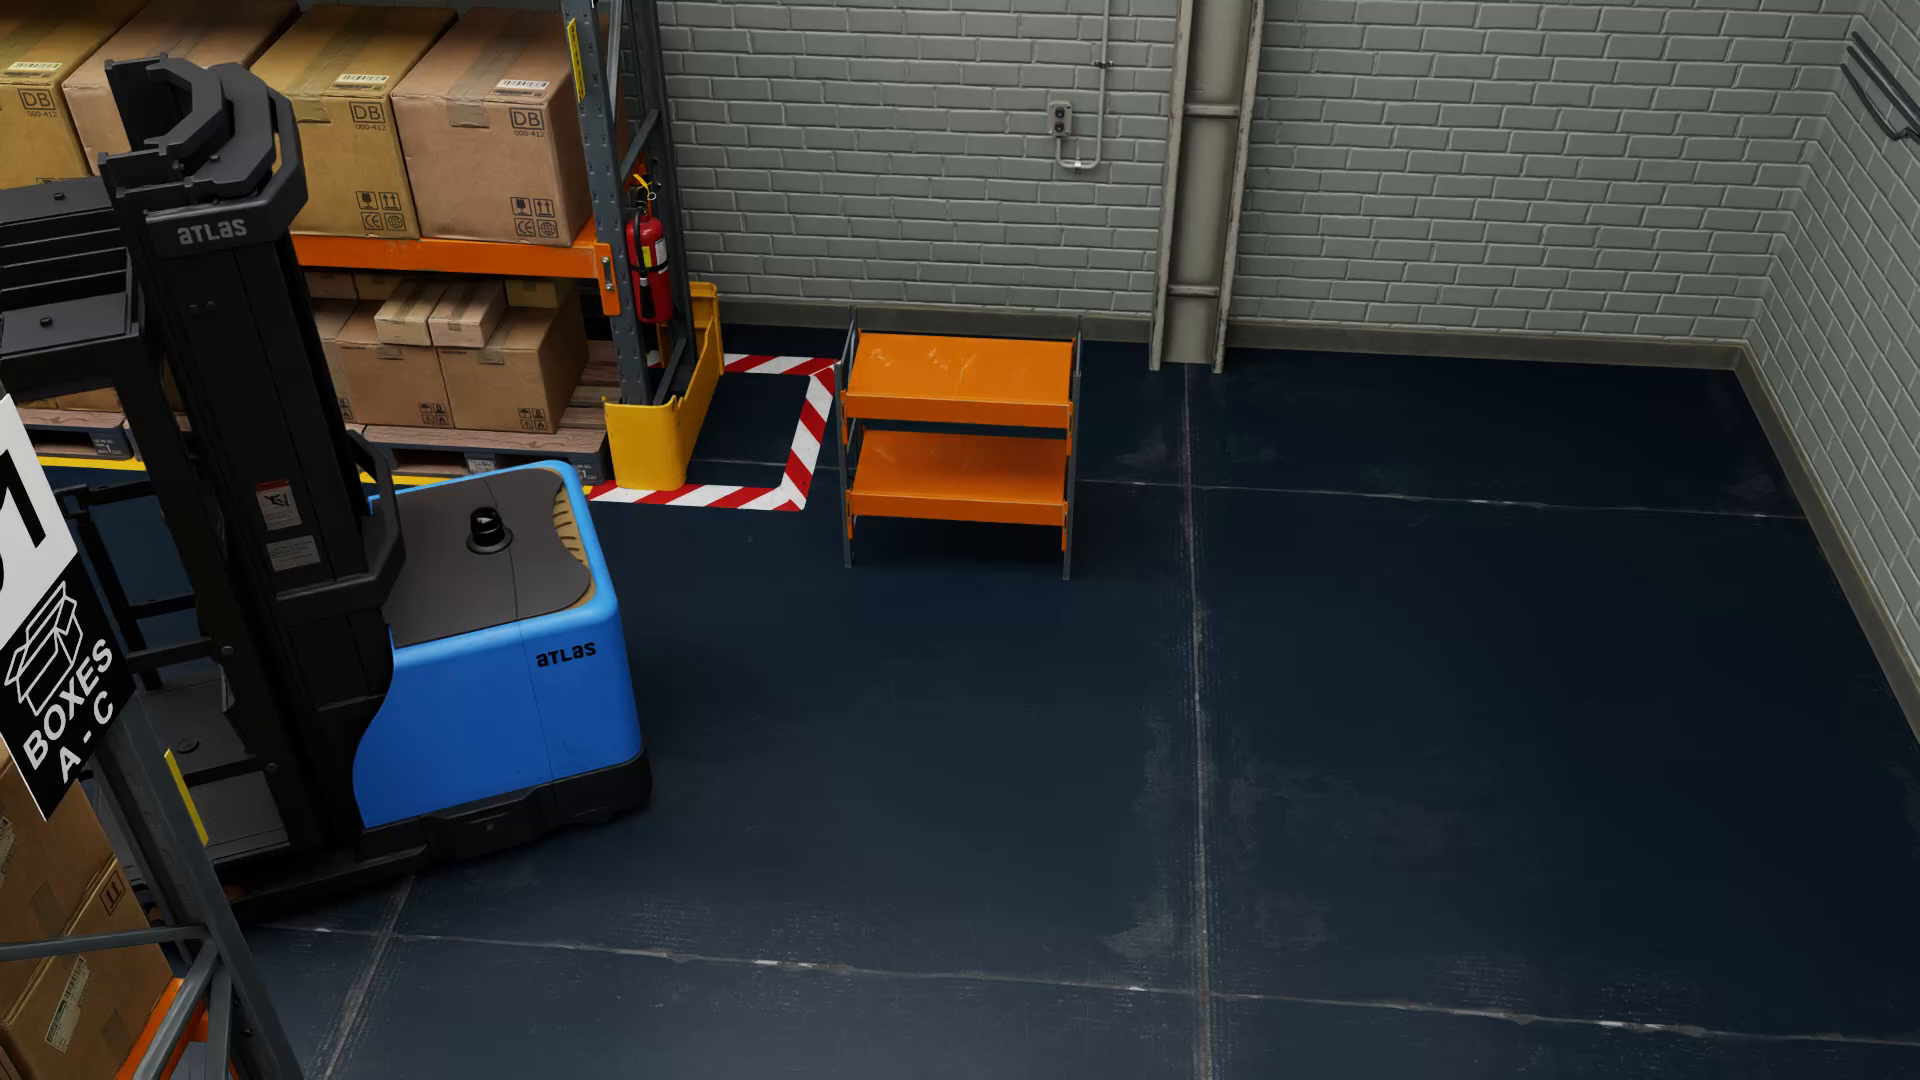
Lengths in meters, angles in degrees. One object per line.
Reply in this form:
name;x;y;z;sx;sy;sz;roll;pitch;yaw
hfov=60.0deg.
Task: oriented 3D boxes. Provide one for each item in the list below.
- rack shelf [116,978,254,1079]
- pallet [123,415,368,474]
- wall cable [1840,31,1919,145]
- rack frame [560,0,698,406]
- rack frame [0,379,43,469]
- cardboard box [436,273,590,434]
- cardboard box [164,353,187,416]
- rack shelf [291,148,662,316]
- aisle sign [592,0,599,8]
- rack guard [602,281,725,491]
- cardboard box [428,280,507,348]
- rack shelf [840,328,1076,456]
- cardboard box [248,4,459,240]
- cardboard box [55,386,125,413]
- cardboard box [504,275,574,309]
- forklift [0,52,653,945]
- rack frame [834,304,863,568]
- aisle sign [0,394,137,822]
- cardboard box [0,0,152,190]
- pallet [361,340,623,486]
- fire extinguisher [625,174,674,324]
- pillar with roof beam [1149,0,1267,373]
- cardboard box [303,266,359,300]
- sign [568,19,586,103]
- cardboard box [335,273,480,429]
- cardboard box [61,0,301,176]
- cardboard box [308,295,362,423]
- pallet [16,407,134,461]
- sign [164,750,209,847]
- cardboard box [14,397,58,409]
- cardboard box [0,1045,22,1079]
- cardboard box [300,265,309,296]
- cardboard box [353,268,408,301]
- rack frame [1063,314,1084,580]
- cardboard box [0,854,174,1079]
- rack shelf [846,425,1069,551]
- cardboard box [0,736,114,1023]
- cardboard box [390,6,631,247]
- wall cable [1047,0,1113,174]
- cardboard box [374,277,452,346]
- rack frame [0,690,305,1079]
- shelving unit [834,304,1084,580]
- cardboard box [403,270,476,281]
rack shelf;-3.938;1.506;4.264;4.000;0.370;1.077;3;39;4
pallet;-3.537;-0.760;8.687;1.213;0.211;1.003;3;39;4
wall cable;4.082;-2.369;6.162;0.112;2.526;3.097;3;39;4
rack frame;-1.522;-1.779;7.730;0.127;3.000;1.000;3;39;4
rack frame;-1.946;-0.990;2.009;0.127;3.000;1.000;3;39;4
cardboard box;-2.228;-0.948;8.357;0.500;0.500;0.700;3;39;4
cardboard box;-3.760;-1.027;8.453;0.500;0.500;0.700;4;39;5
rack shelf;-3.515;-1.609;8.091;4.000;0.370;1.077;3;39;4
aisle sign;-1.476;-2.595;6.673;0.004;0.787;0.394;3;39;4
rack guard;-1.498;-0.809;8.518;0.348;0.500;1.175;3;39;4
cardboard box;-2.372;-1.092;8.020;0.250;0.149;0.380;3;39;3
rack shelf;0.007;-0.663;7.380;1.000;0.278;0.538;3;39;4
cardboard box;-2.757;-1.950;7.702;0.700;0.700;0.980;3;39;3
cardboard box;-4.271;-1.056;8.489;0.500;0.500;0.700;3;39;3
cardboard box;-2.086;-1.319;8.298;0.250;0.149;0.380;3;39;4
forklift;-2.791;-0.036;5.642;3.031;2.935;1.130;-13;41;-16
rack frame;-0.500;-0.464;7.599;0.032;1.125;0.500;3;39;4
aisle sign;-1.852;0.147;3.304;0.004;0.787;0.394;3;39;4
cardboard box;-4.241;-2.031;7.801;0.700;0.700;0.980;2;39;3
pallet;-2.325;-0.692;8.604;1.213;0.211;1.003;3;39;4
fire extinguisher;-1.412;-1.306;7.506;0.183;0.674;0.296;3;39;4
pillar with roof beam;0.871;-1.796;2.998;0.400;9.000;9.100;3;39;4
cardboard box;-3.094;-1.373;8.365;0.250;0.149;0.380;4;39;4
sign;-1.583;-1.980;6.872;0.005;0.325;0.100;3;39;4
cardboard box;-2.727;-0.975;8.390;0.500;0.500;0.700;3;39;4
cardboard box;-3.516;-1.997;7.760;0.700;0.700;0.980;1;39;2
cardboard box;-3.228;-1.002;8.423;0.500;0.500;0.700;2;39;2
pallet;-4.756;-0.825;8.767;1.213;0.211;1.003;3;39;4
sign;-1.899;0.659;4.049;0.005;0.325;0.100;3;39;4
cardboard box;-4.771;-1.086;8.525;0.500;0.500;0.700;4;39;4
cardboard box;-2.415;1.444;3.691;0.500;0.500;0.500;4;39;5
cardboard box;-3.349;-1.387;8.381;0.250;0.149;0.380;4;39;4
cardboard box;-2.840;-1.360;8.348;0.250;0.149;0.380;3;39;4
rack frame;0.513;-0.408;7.531;0.032;1.125;0.500;3;39;4
cardboard box;-2.365;1.107;4.105;0.500;0.500;0.500;4;39;5
rack shelf;0.007;-0.246;7.719;1.000;0.278;0.538;3;39;4
cardboard box;-2.365;0.720;3.789;0.500;0.500;0.500;4;39;5
cardboard box;-2.031;-1.917;7.662;0.700;0.700;0.980;5;39;6
wall cable;-0.165;-2.699;8.055;1.851;1.984;0.084;3;39;4
cardboard box;-2.626;-1.106;8.036;0.250;0.149;0.380;4;39;5
rack frame;-1.946;1.336;3.903;0.127;3.000;1.000;3;39;4
shelving unit;0.007;-0.436;7.565;1.048;1.125;0.538;3;39;4
cardboard box;-2.591;-1.346;8.331;0.250;0.149;0.380;3;39;4
